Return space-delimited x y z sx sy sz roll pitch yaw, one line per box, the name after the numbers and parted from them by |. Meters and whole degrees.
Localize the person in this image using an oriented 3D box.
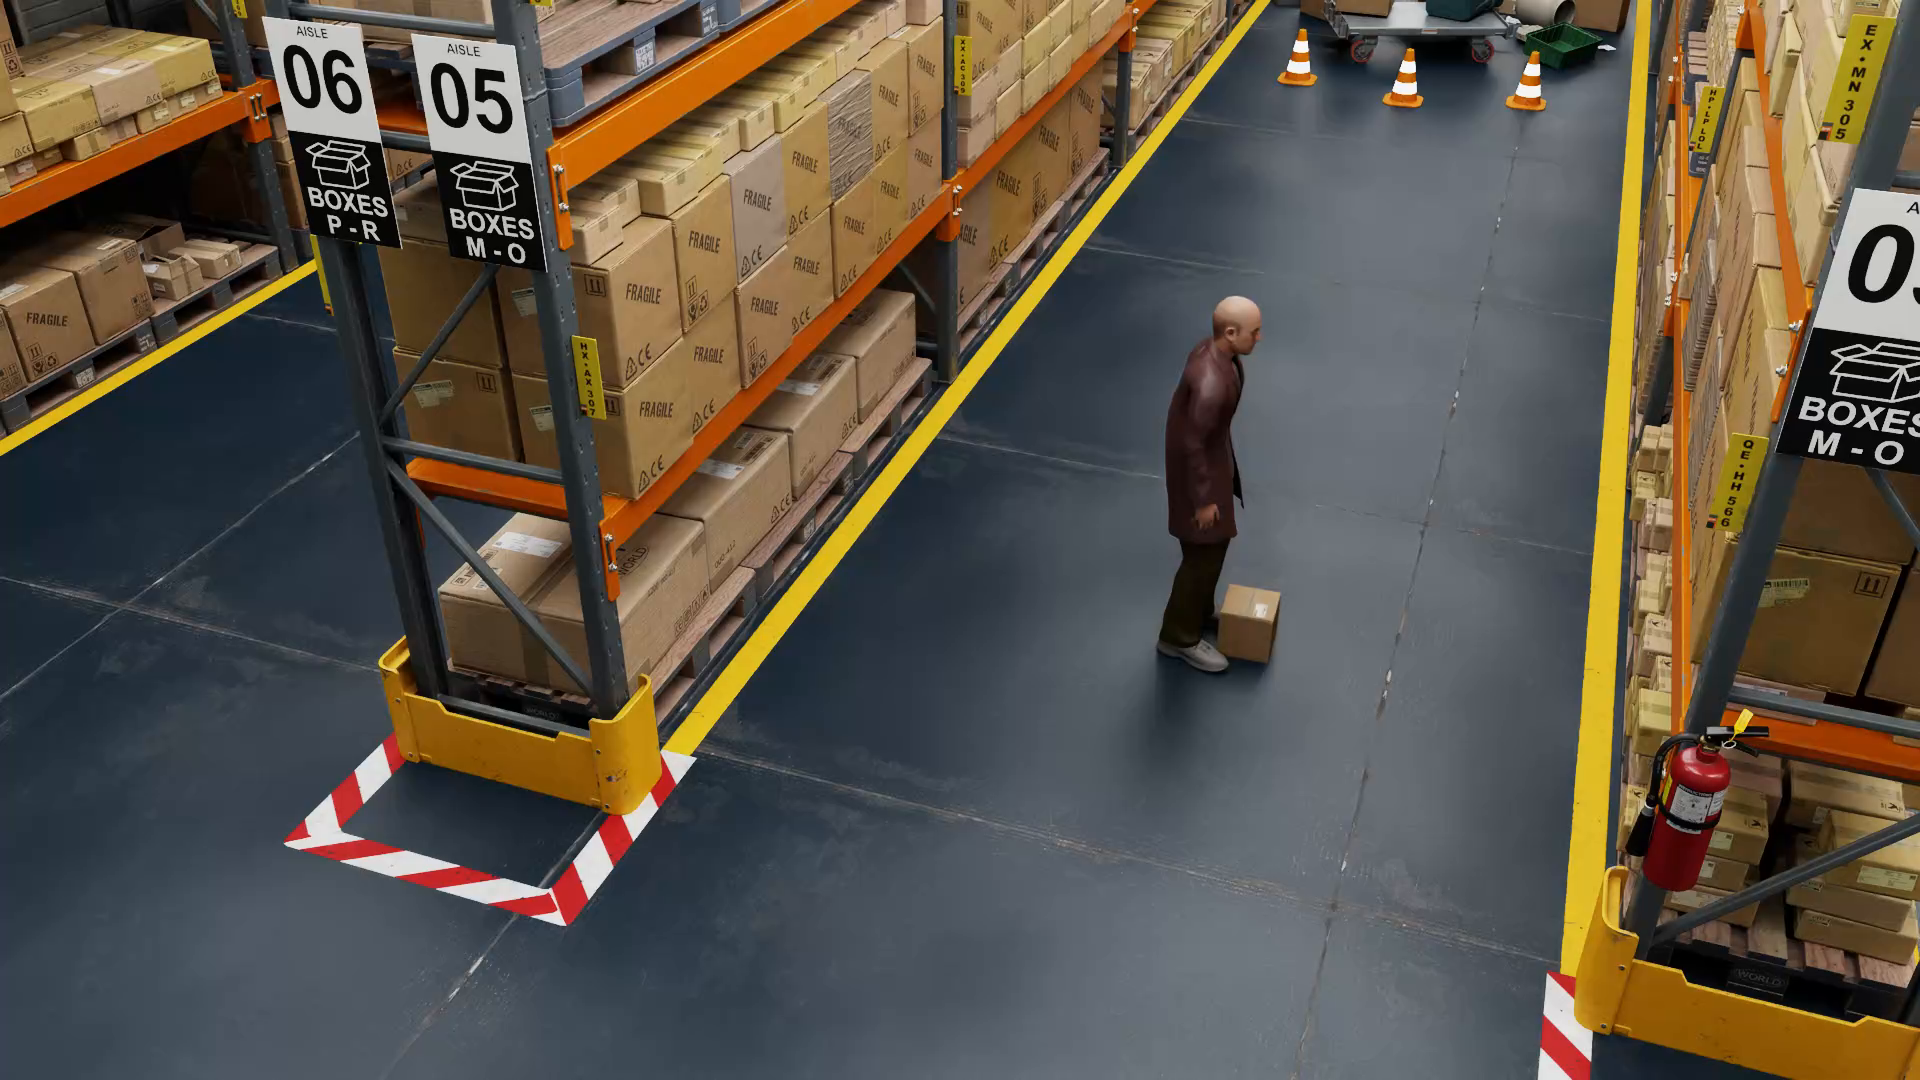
1.140 -0.287 7.600 0.429 1.772 0.643 9 34 14 | person
